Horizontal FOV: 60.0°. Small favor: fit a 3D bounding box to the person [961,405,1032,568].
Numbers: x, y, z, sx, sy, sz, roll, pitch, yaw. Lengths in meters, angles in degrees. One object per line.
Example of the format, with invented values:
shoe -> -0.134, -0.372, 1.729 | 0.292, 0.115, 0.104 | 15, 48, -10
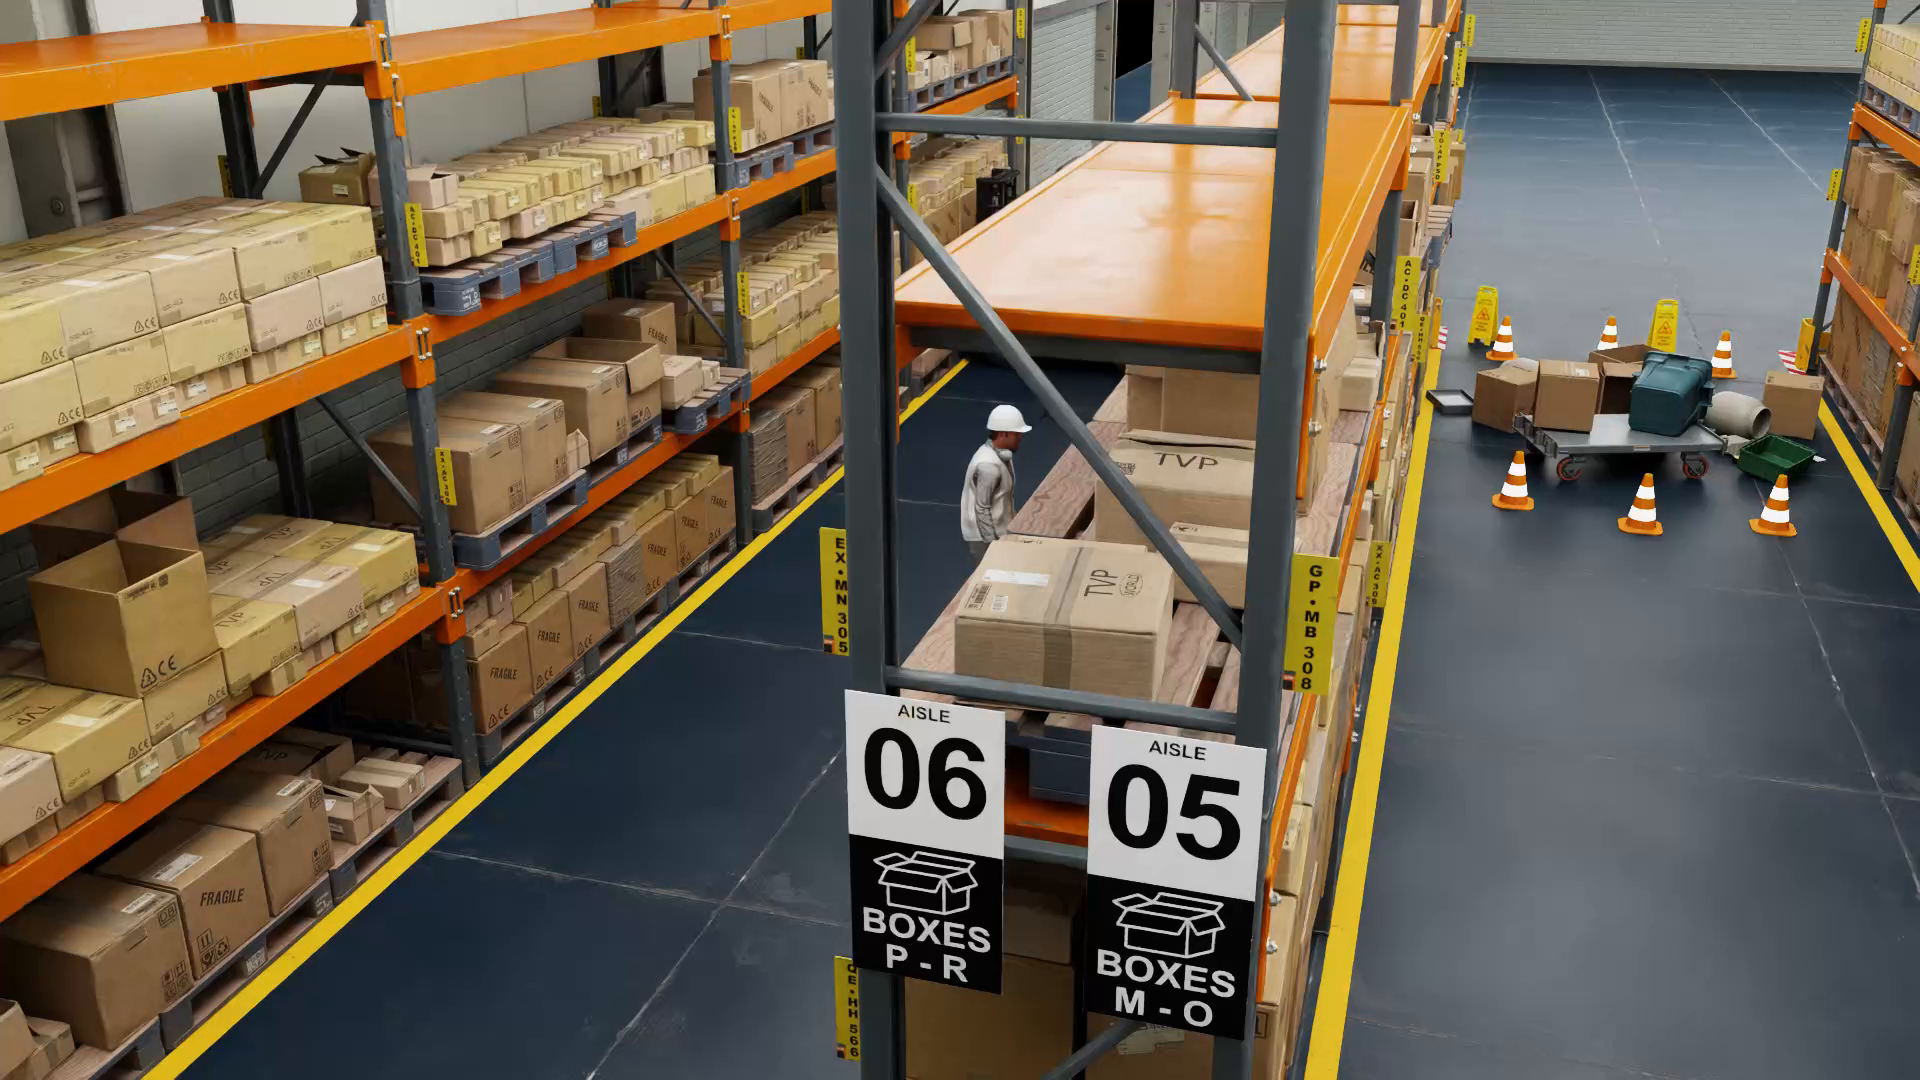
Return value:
person -> 0.246, -0.052, 11.182 | 0.474, 1.771, 0.572 | 6, 22, 14
